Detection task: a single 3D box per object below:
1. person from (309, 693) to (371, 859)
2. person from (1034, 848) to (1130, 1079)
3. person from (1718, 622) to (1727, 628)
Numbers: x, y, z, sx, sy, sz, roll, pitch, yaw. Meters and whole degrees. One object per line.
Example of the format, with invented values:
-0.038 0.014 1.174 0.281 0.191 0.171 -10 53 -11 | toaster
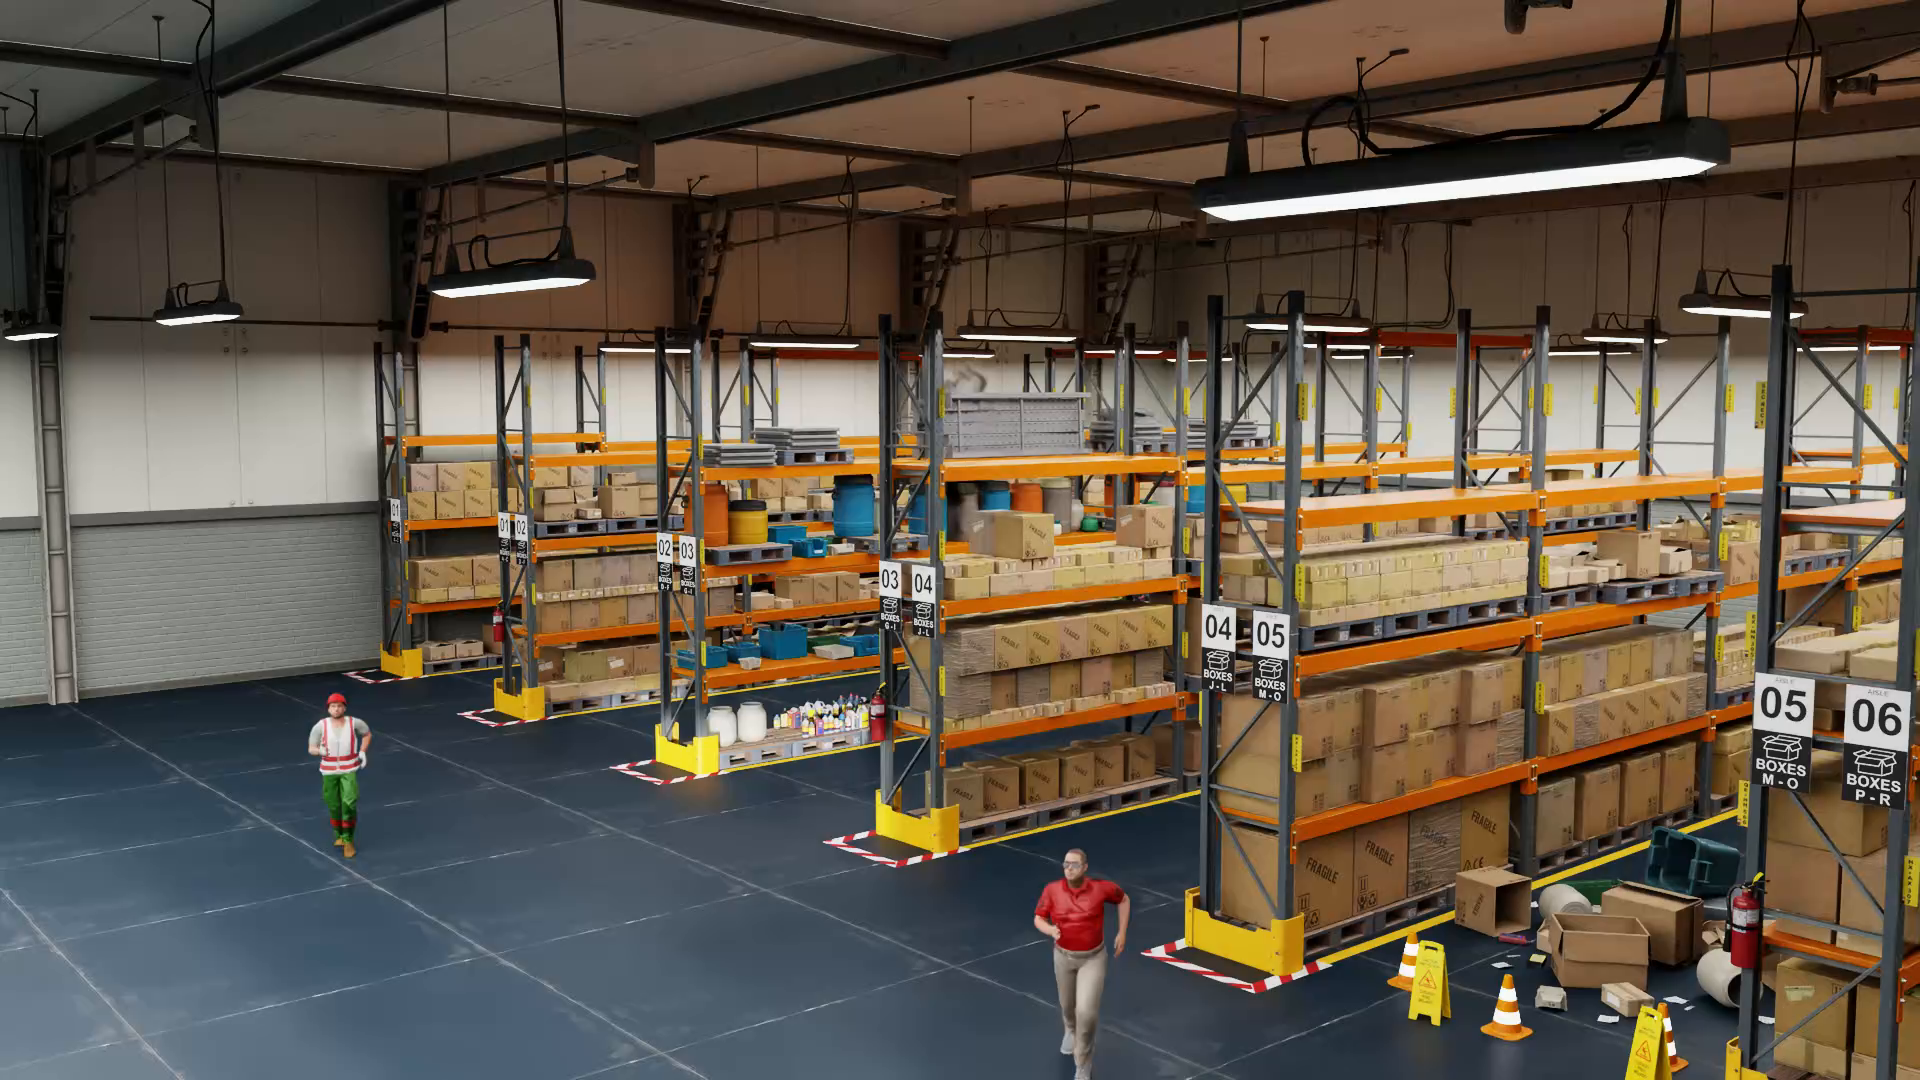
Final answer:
-6.856 2.605 18.386 0.634 1.830 0.713 -1 5 -15 | person
0.911 3.181 12.506 0.672 1.788 0.925 2 5 18 | person
11.349 2.077 24.741 0.883 1.740 0.584 -4 7 -38 | person
